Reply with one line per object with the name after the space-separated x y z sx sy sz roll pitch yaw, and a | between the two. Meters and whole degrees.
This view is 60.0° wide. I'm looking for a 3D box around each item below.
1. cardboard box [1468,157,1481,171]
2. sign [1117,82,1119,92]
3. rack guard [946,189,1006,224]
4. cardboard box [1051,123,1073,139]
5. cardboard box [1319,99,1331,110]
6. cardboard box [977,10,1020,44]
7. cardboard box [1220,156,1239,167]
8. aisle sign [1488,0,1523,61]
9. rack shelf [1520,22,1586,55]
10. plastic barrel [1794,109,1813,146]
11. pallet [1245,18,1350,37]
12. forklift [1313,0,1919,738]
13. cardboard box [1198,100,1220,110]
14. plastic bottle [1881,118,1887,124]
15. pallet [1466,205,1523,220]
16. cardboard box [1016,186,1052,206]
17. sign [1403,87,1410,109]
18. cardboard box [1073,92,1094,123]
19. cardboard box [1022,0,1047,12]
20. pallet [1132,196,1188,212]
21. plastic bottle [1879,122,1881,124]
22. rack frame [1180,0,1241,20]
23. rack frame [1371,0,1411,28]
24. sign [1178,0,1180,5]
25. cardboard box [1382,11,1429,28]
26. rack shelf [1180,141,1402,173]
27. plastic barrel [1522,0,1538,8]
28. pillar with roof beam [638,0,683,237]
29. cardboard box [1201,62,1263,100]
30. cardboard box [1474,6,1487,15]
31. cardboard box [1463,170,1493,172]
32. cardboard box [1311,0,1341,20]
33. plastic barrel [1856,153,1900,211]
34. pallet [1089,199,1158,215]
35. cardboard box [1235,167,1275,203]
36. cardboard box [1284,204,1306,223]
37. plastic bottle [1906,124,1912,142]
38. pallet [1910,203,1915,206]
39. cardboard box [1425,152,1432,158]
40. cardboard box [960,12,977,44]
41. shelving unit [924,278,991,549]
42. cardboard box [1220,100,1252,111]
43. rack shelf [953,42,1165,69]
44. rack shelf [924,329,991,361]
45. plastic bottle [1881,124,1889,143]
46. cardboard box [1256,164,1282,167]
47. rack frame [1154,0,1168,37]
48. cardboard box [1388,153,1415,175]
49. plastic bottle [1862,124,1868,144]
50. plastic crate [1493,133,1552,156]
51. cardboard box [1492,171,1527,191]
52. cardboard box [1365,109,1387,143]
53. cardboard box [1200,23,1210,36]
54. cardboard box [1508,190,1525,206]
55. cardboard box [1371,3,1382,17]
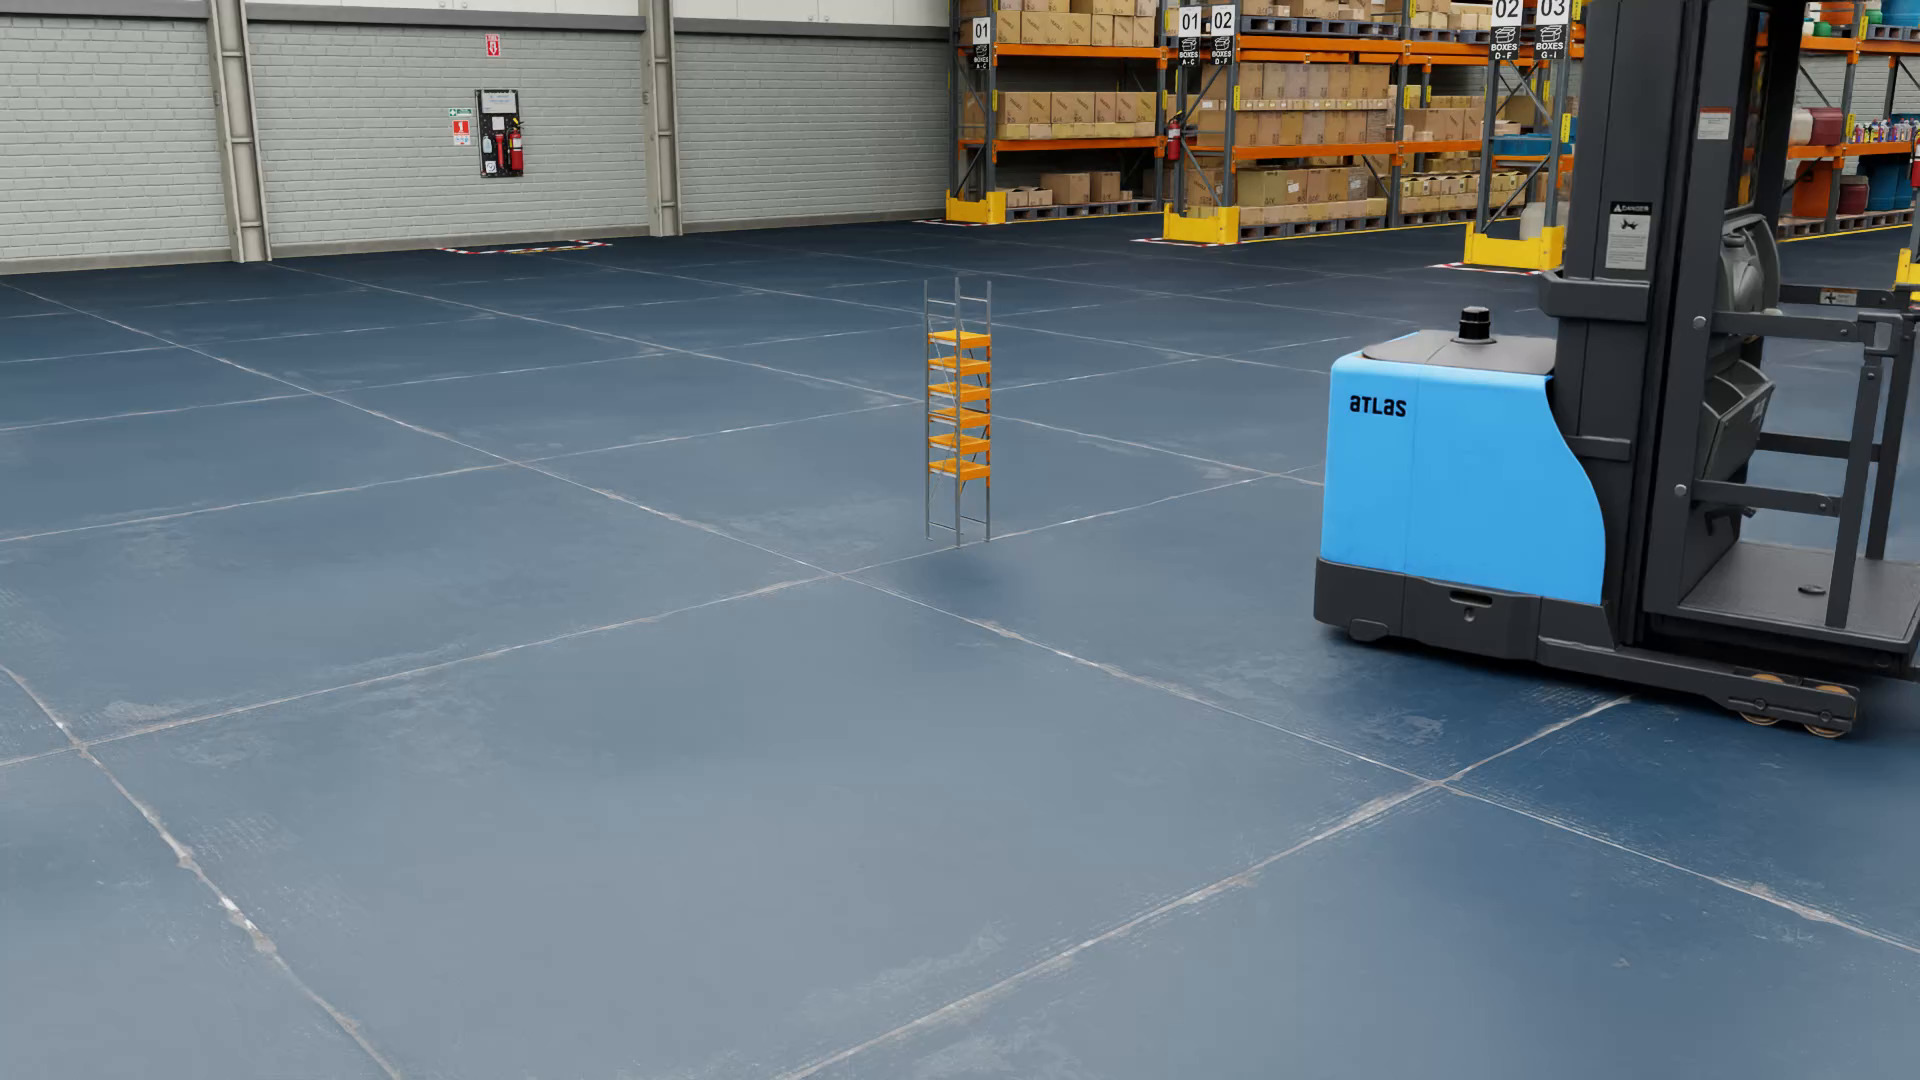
11.049 -8.102 36.301 0.500 0.500 0.700 -13 20 -41 | cardboard box
2.848 -8.049 29.828 0.005 0.325 0.100 -13 19 -39 | sign
0.255 -5.510 27.409 0.348 0.500 1.175 -13 19 -39 | rack guard
1.545 -6.839 27.792 0.500 0.250 0.500 -13 20 -40 | cardboard box
5.248 -6.432 24.567 0.250 0.149 0.380 -12 19 -38 | cardboard box
0.614 -8.220 26.666 0.500 0.500 0.500 -12 19 -38 | cardboard box
4.868 -7.123 31.141 0.500 0.250 0.500 -13 20 -40 | cardboard box
6.452 -6.078 19.654 0.004 0.787 0.394 -13 19 -39 | aisle sign
8.210 -6.217 20.792 4.000 0.370 1.077 -13 19 -39 | rack shelf
12.100 -5.970 24.069 0.421 0.512 0.421 0 15 0 | plastic barrel
4.924 -7.470 24.262 1.213 0.211 1.003 -13 19 -39 | pallet
2.857 -0.934 5.567 3.031 2.935 1.130 10 18 33 | forklift
3.616 -6.205 23.715 0.250 0.149 0.380 -13 20 -40 | cardboard box
15.245 -6.782 27.422 0.185 0.351 0.144 -13 19 -39 | plastic bottle
8.841 -5.617 28.370 1.213 0.211 1.003 -13 19 -39 | pallet
1.209 -5.815 28.064 0.500 0.311 0.500 -11 18 -35 | cardboard box
6.835 -6.767 25.442 0.005 0.325 0.100 -13 19 -39 | sign
1.910 -7.285 28.008 0.500 0.500 0.500 -12 19 -38 | cardboard box
1.059 -8.788 26.856 0.500 0.500 0.500 -13 20 -40 | cardboard box
3.802 -6.167 30.430 1.213 0.211 1.003 -13 19 -39 | pallet
15.197 -6.774 27.522 0.133 0.283 0.061 -13 19 -39 | plastic bottle
3.452 -8.639 22.656 0.127 3.000 1.000 -13 19 -39 | rack frame
6.470 -9.317 25.193 0.127 3.000 1.000 -13 19 -39 | rack frame
3.107 -7.688 23.344 0.005 0.325 0.100 -13 19 -39 | sign
6.941 -8.101 25.929 0.500 0.250 0.500 -10 18 -34 | cardboard box
4.961 -5.732 24.792 4.000 0.370 1.077 -13 19 -39 | rack shelf
6.984 -6.743 19.722 0.708 0.830 0.600 -13 19 -39 | plastic barrel
-1.542 -8.036 20.396 0.400 9.000 9.100 -13 19 -39 | pillar with roof beam
3.853 -6.502 23.571 0.500 0.500 0.700 -13 19 -39 | cardboard box
10.725 -10.967 35.013 0.500 0.500 0.500 -12 19 -39 | cardboard box
8.900 -6.210 28.614 0.500 0.311 0.500 -12 19 -38 | cardboard box
5.145 -7.934 24.542 0.637 0.503 0.797 -10 18 -33 | cardboard box
14.798 -5.789 26.864 0.708 0.901 0.600 -13 19 -39 | plastic barrel
2.732 -5.915 29.484 1.213 0.211 1.003 -13 19 -39 | pallet
4.406 -5.299 24.836 0.500 0.500 0.500 -13 19 -39 | cardboard box
4.755 -4.833 24.546 0.500 0.250 0.500 -13 19 -39 | cardboard box
15.013 -6.472 26.408 0.135 0.276 0.152 -13 19 -39 | plastic bottle
16.283 -5.594 28.283 1.213 0.211 1.003 -13 19 -39 | pallet
10.237 -8.302 35.789 0.250 0.149 0.380 -13 20 -41 | cardboard box
0.346 -8.332 27.085 0.500 0.500 0.500 -11 18 -35 | cardboard box
-0.011 -0.577 7.586 0.189 1.200 0.258 -13 19 -39 | shelving unit
3.890 -6.127 23.426 0.250 0.149 0.380 -13 20 -40 | cardboard box
1.707 -8.145 28.013 4.000 0.370 1.077 -13 19 -39 | rack shelf
-0.011 -0.882 7.505 0.180 0.103 0.258 -13 19 -39 | rack shelf
14.321 -6.317 25.826 0.135 0.276 0.152 -13 19 -39 | plastic bottle
5.724 -6.933 31.883 0.500 0.500 0.700 -12 19 -39 | cardboard box
3.215 -10.281 28.801 0.127 3.000 1.000 -13 19 -39 | rack frame
8.845 -7.767 34.365 0.750 0.750 0.750 -12 19 -39 | cardboard box
13.755 -6.178 25.291 0.133 0.283 0.061 -13 19 -39 | plastic bottle
6.882 -4.847 20.373 0.616 0.251 0.499 -13 19 -39 | plastic crate
9.254 -6.105 28.221 0.500 0.311 0.500 -12 19 -38 | cardboard box
6.139 -6.391 25.669 0.500 0.500 0.700 -13 20 -41 | cardboard box
4.145 -9.173 29.825 0.500 0.311 0.500 -12 19 -38 | cardboard box
9.251 -5.834 28.293 0.500 0.250 0.500 -12 19 -38 | cardboard box
8.094 -10.590 33.272 0.500 0.250 0.500 -13 20 -41 | cardboard box
